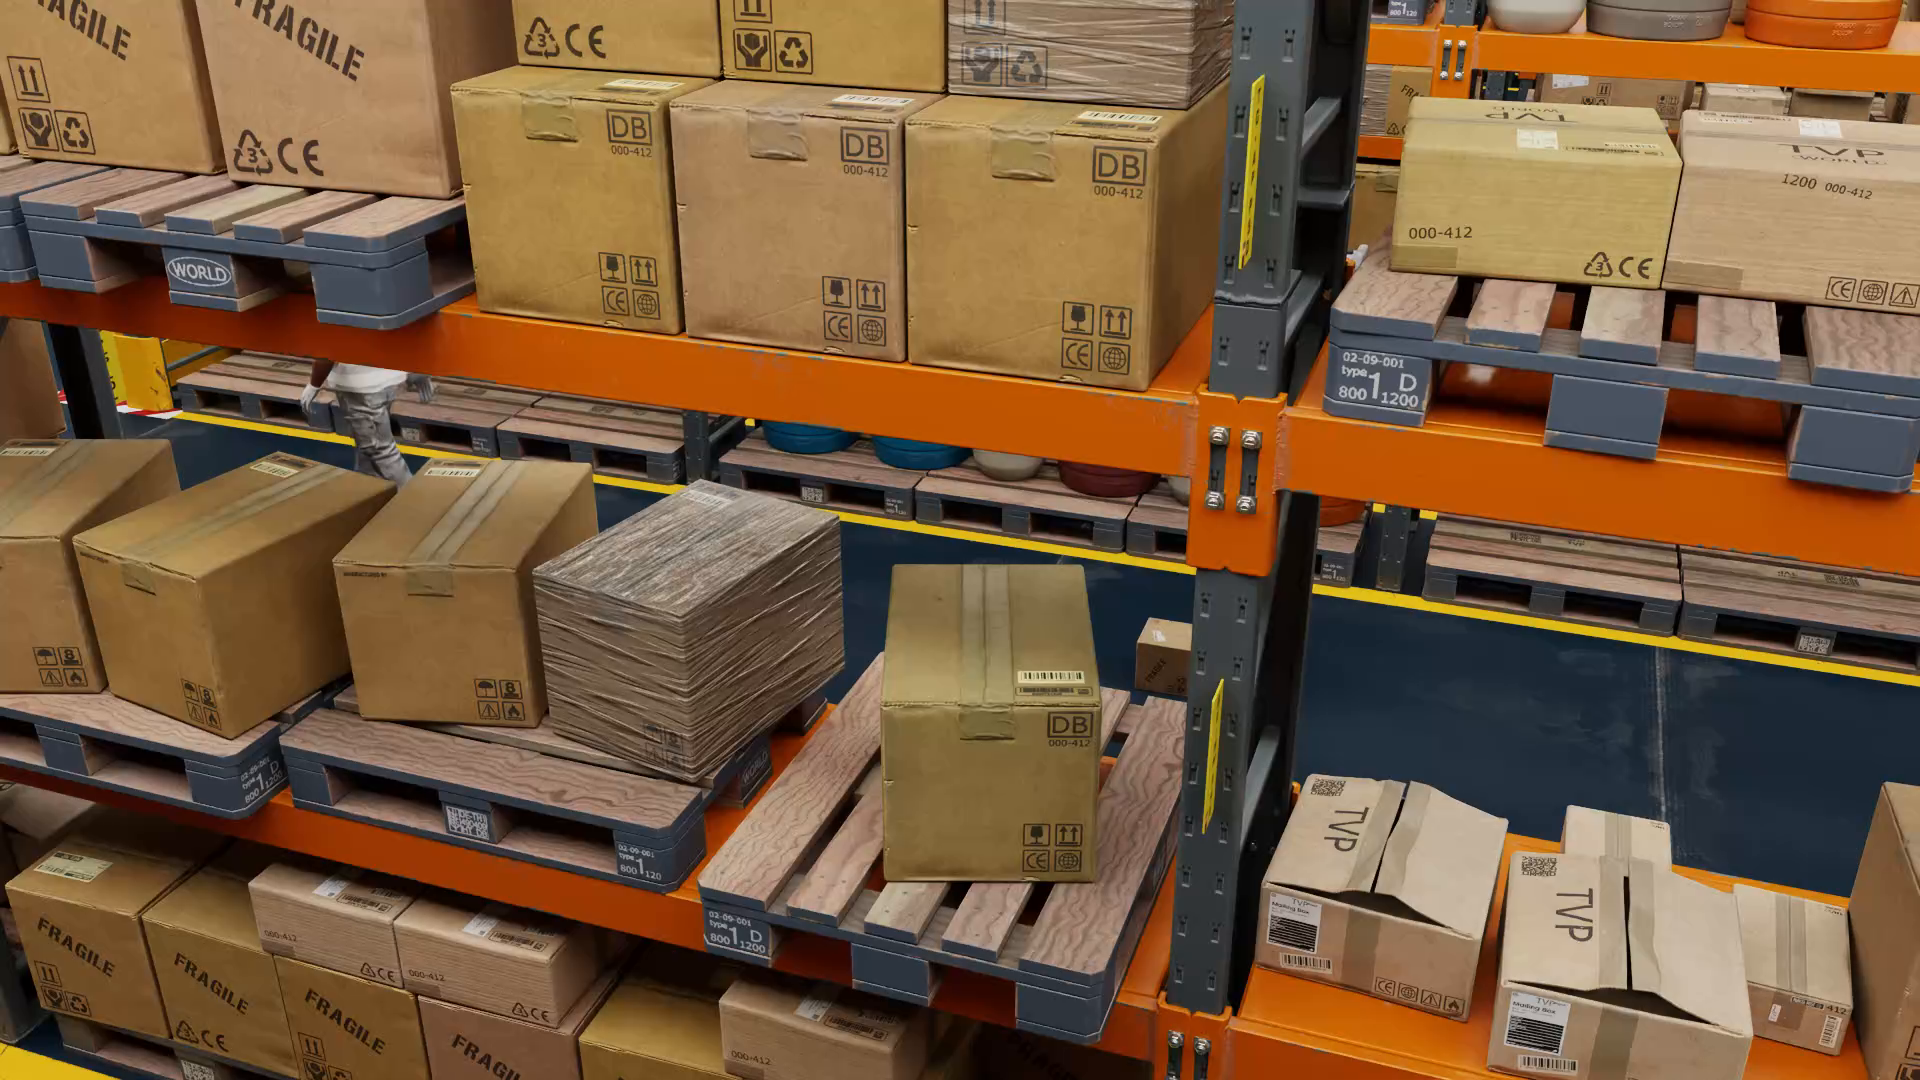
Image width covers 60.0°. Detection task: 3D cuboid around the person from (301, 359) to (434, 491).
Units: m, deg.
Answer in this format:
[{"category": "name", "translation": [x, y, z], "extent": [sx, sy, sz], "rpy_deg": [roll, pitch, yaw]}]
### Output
[{"category": "person", "translation": [-3.242, -0.859, 8.859], "extent": [0.874, 1.760, 0.603], "rpy_deg": [9, 27, 19]}]
